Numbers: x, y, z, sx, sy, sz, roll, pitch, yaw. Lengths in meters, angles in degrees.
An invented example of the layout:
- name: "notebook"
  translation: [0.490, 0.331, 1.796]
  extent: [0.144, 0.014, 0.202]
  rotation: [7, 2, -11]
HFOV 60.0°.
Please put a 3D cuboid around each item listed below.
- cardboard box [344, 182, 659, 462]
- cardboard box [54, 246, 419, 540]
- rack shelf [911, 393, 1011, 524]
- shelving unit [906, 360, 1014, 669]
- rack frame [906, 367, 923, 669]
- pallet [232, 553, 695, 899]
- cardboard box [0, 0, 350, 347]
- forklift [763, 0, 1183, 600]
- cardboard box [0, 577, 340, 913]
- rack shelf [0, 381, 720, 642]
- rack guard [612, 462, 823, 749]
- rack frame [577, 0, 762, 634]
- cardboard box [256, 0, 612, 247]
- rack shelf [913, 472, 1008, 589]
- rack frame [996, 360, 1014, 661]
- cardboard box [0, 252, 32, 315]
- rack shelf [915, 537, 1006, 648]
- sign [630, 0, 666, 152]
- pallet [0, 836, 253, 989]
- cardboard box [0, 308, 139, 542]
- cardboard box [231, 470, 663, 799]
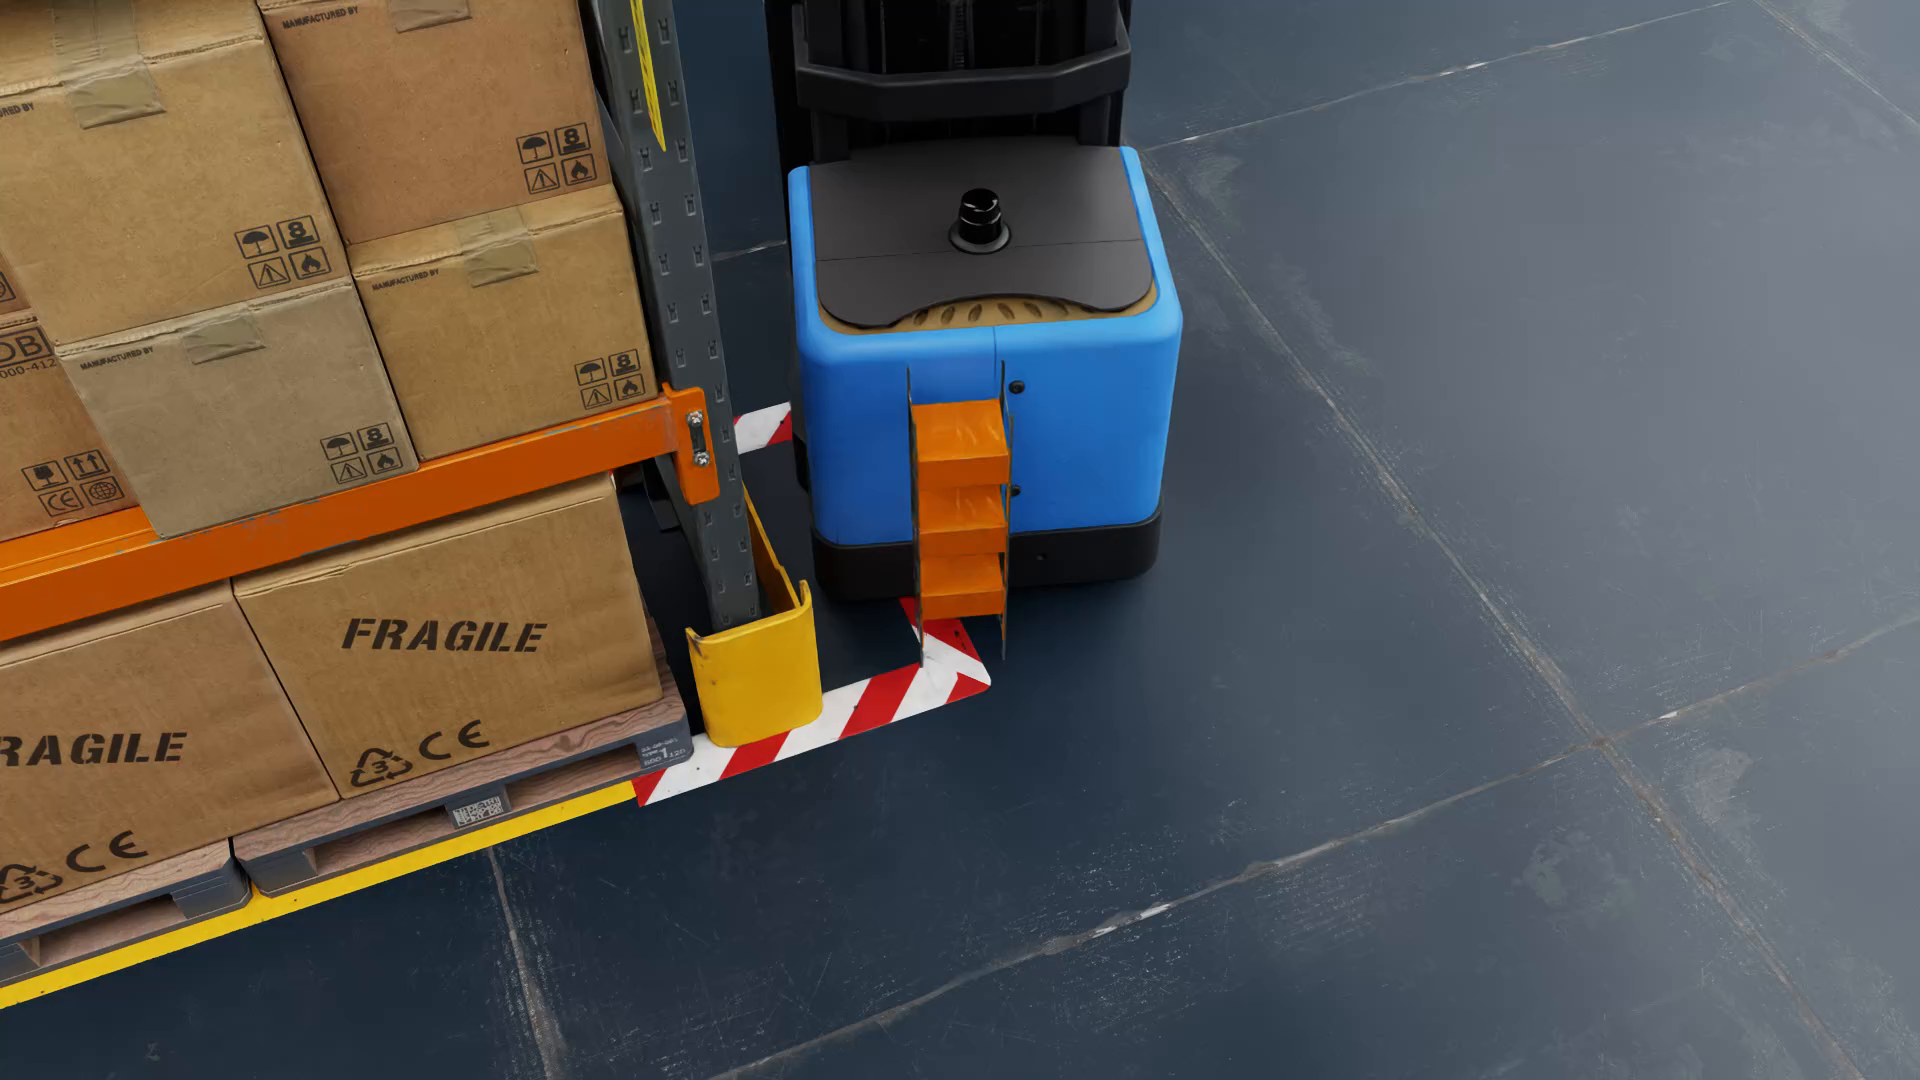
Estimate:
- name: "cardboard box"
  translation: [-1.107, -0.731, 3.801]
  extent: [0.550, 0.550, 0.875]
  rotation: [-17, 52, -14]
- name: "cardboard box"
  translation: [-1.608, -0.558, 3.653]
  extent: [0.550, 0.550, 0.875]
  rotation: [-17, 52, -14]
- name: "rack shelf"
  translation: [-0.001, -0.214, 4.378]
  extent: [0.240, 0.259, 0.215]
  rotation: [-5, 51, -4]
- name: "shelving unit"
  translation: [-0.001, -0.040, 4.589]
  extent: [0.252, 1.050, 0.215]
  rotation: [-5, 51, -4]
- name: "rack frame"
  translation: [-0.123, -0.030, 4.581]
  extent: [0.008, 1.050, 0.200]
  rotation: [-5, 51, -4]
- name: "pallet"
  translation: [-1.491, 0.373, 4.791]
  extent: [1.213, 0.211, 1.003]
  rotation: [-17, 52, -14]
- name: "cardboard box"
  translation: [-1.613, -0.919, 3.251]
  extent: [0.550, 0.550, 0.875]
  rotation: [-17, 52, -14]
- name: "forklift"
  translation: [-0.060, -1.902, 4.951]
  extent: [1.130, 2.935, 3.031]
  rotation: [-4, 49, -4]
- name: "cardboard box"
  translation: [-2.197, 0.230, 4.199]
  extent: [0.875, 0.875, 0.875]
  rotation: [-18, 52, -15]
- name: "rack shelf"
  translation: [-2.632, -0.012, 3.757]
  extent: [4.000, 0.370, 1.077]
  rotation: [-17, 52, -14]
- name: "rack guard"
  translation: [-0.758, -0.013, 4.931]
  extent: [0.348, 0.500, 1.175]
  rotation: [-17, 52, -14]
- name: "rack frame"
  translation: [-0.781, -0.820, 3.977]
  extent: [0.127, 3.000, 1.000]
  rotation: [-17, 52, -14]
- name: "cardboard box"
  translation: [-1.139, -1.142, 3.443]
  extent: [0.550, 0.550, 0.875]
  rotation: [-17, 52, -14]
- name: "rack shelf"
  translation: [-0.001, -0.033, 4.597]
  extent: [0.240, 0.259, 0.215]
  rotation: [-5, 51, -4]
- name: "rack frame"
  translation: [0.120, -0.050, 4.597]
  extent: [0.008, 1.050, 0.200]
  rotation: [-5, 51, -4]
- name: "cardboard box"
  translation: [-2.183, -0.854, 3.195]
  extent: [0.550, 0.550, 0.875]
  rotation: [-17, 52, -14]
- name: "rack shelf"
  translation: [-0.001, 0.143, 4.812]
  extent: [0.240, 0.259, 0.215]
  rotation: [-5, 51, -4]
- name: "sign"
  translation: [-0.588, -0.890, 3.117]
  extent: [0.005, 0.325, 0.100]
  rotation: [-17, 52, -14]
- name: "pallet"
  translation: [-2.619, 0.720, 4.493]
  extent: [1.213, 0.211, 1.003]
  rotation: [-17, 52, -14]
- name: "cardboard box"
  translation: [-2.174, -0.485, 3.591]
  extent: [0.550, 0.550, 0.875]
  rotation: [-17, 52, -14]
- name: "cardboard box"
  translation: [-1.383, -0.024, 4.417]
  extent: [0.875, 0.875, 0.875]
  rotation: [-17, 51, -14]
